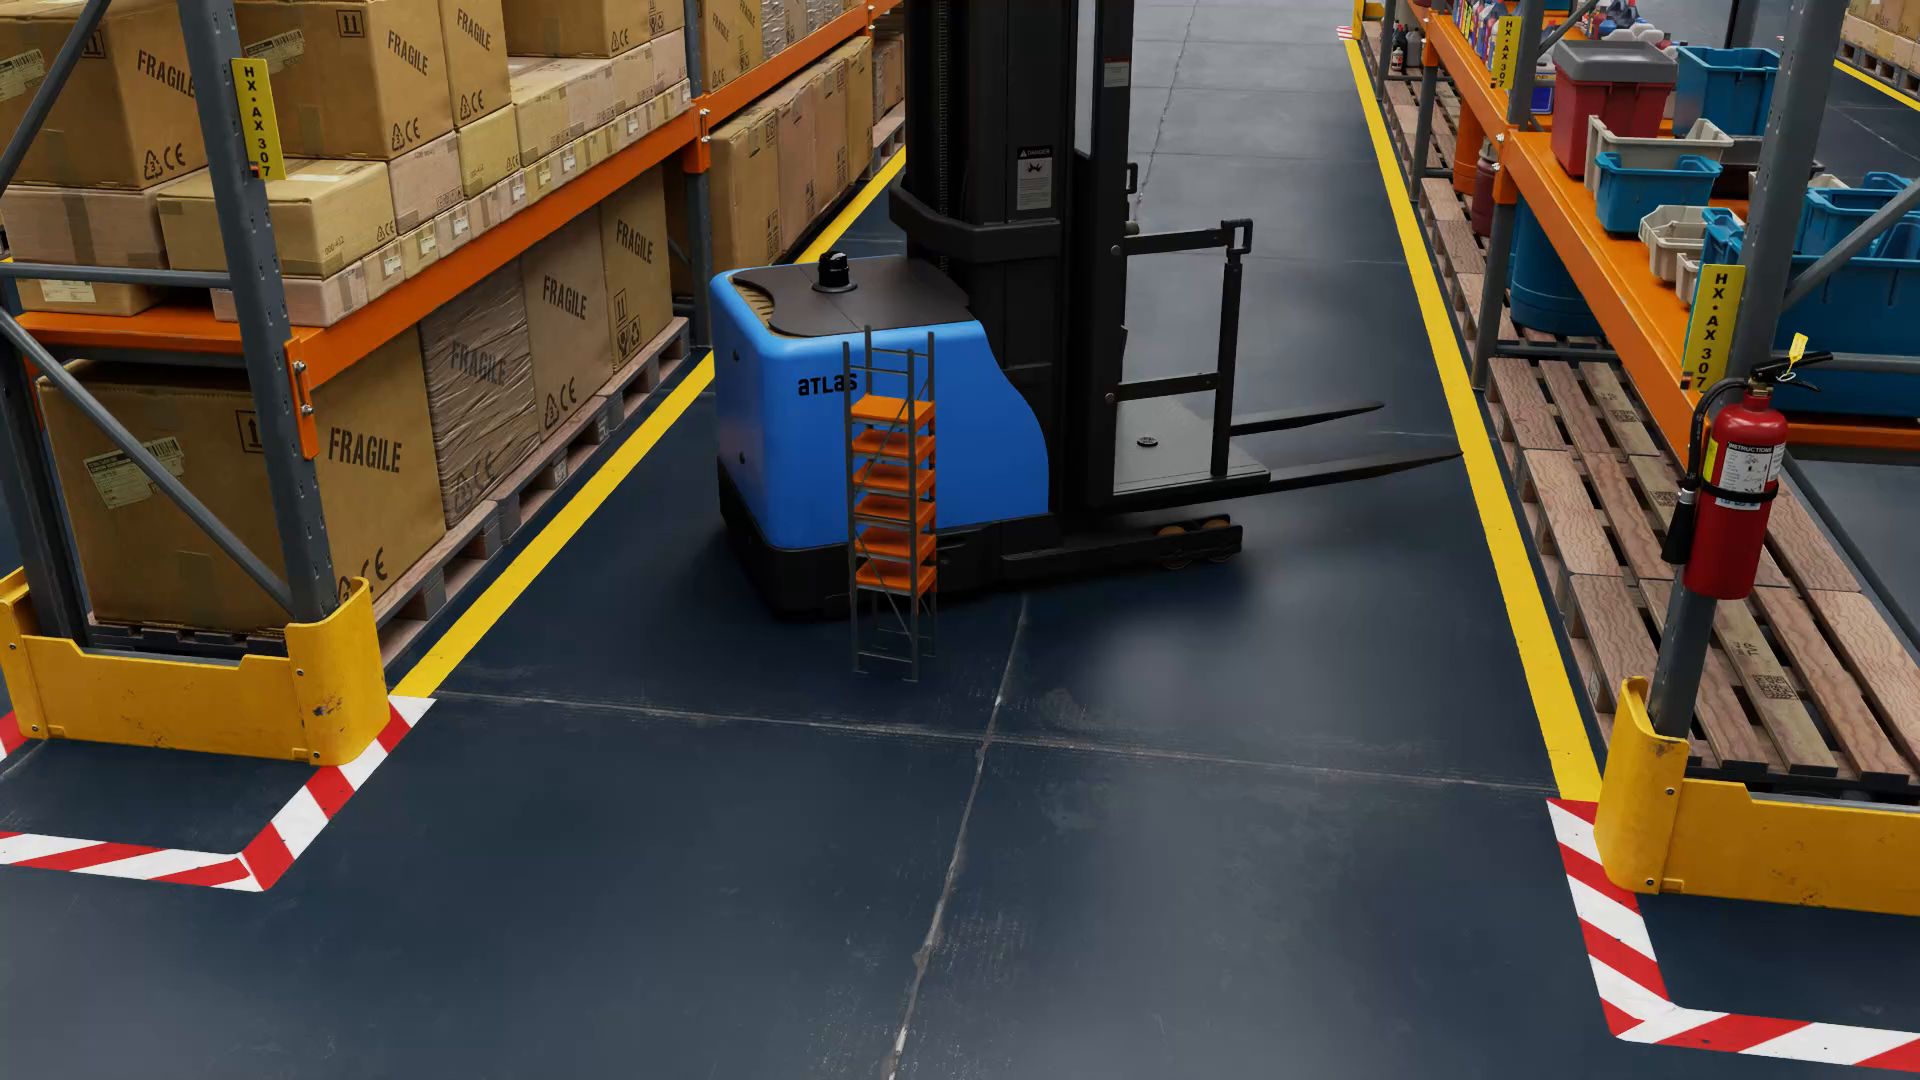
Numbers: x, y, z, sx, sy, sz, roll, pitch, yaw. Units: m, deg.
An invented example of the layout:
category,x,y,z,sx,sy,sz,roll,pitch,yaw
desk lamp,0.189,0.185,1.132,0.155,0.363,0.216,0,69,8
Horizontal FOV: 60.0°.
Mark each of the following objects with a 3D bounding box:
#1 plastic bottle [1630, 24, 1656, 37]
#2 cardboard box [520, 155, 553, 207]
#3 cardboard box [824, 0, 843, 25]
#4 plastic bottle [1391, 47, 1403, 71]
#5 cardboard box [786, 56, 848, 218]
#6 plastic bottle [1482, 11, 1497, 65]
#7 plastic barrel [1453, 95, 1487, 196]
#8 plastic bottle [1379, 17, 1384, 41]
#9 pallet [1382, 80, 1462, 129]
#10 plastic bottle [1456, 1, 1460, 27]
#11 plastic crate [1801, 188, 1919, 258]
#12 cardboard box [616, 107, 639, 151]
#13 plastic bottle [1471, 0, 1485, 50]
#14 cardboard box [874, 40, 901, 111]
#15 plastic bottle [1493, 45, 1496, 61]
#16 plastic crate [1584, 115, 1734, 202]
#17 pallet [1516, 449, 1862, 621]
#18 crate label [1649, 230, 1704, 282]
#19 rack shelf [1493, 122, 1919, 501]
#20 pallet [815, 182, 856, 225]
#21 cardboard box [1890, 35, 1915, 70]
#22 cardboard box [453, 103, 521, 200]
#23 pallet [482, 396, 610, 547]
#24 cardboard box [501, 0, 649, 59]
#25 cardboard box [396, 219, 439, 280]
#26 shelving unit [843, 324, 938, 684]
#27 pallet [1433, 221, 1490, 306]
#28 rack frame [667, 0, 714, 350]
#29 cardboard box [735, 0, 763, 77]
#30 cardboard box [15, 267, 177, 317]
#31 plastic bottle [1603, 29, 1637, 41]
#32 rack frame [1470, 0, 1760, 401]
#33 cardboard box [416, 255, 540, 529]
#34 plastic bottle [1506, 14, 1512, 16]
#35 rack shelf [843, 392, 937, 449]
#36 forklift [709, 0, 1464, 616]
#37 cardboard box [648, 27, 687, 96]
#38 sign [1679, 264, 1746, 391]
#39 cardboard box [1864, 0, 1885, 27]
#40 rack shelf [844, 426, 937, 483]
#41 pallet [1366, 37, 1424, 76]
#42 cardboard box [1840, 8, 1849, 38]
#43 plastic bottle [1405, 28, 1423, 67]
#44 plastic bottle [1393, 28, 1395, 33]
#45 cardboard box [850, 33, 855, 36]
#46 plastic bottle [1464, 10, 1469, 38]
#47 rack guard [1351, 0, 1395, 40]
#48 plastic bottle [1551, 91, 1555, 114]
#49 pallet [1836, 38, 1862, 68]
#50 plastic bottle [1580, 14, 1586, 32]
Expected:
category,x,y,z,sx,sy,sz,roll,pitch,yaw
plastic bottle,3.714,-2.689,9.102,0.152,0.276,0.135,4,25,9
cardboard box,-1.834,-1.419,6.540,0.380,0.149,0.250,3,25,7
cardboard box,-1.083,-3.723,11.048,0.500,0.500,0.500,4,25,8
plastic bottle,4.132,-4.545,15.703,0.097,0.201,0.097,0,25,0
cardboard box,-1.446,-2.678,10.944,1.225,0.875,0.875,4,25,9
plastic bottle,3.013,-2.845,9.427,0.061,0.283,0.133,4,25,9
plastic barrel,3.663,-2.768,11.190,0.600,0.830,0.708,4,25,9
plastic bottle,4.430,-5.339,17.318,0.097,0.271,0.097,0,25,0
pallet,4.290,-3.845,14.716,1.003,0.211,1.213,4,25,9
plastic bottle,3.275,-3.431,10.775,0.097,0.201,0.097,0,25,0
plastic crate,2.999,-1.003,5.481,0.416,0.233,0.300,4,25,9
cardboard box,-1.666,-1.850,7.461,0.380,0.149,0.250,4,25,9
plastic bottle,3.103,-3.075,9.919,0.061,0.283,0.133,4,25,9
cardboard box,-0.906,-3.929,14.035,0.700,0.500,0.500,6,26,13
plastic bottle,2.982,-2.645,9.008,0.152,0.276,0.135,4,25,9
plastic crate,2.642,-1.441,6.360,0.437,0.282,0.530,4,25,9
pallet,2.794,-0.009,6.519,1.003,0.211,1.213,4,25,9
crate label,2.457,-0.920,5.418,0.396,0.136,0.243,4,25,9
rack shelf,2.746,-0.931,6.050,1.077,0.370,4.000,4,25,9
pallet,-1.363,-2.522,11.889,1.003,0.211,1.213,4,25,9
cardboard box,9.285,-4.667,15.931,0.500,0.250,0.500,4,25,9
cardboard box,-1.958,-1.440,6.115,0.500,0.250,0.500,3,25,7
pallet,-2.212,-0.349,7.248,1.003,0.211,1.213,4,25,9
cardboard box,-1.711,-2.423,7.330,0.500,0.500,0.500,4,25,9
cardboard box,-2.002,-0.990,5.623,0.380,0.149,0.250,3,25,7
shelving unit,-0.227,-0.106,5.560,0.258,1.200,0.189,8,26,17
pallet,3.437,-1.662,10.052,1.003,0.211,1.213,4,25,9
rack frame,-1.814,-2.437,8.417,1.000,3.000,0.127,4,25,9
cardboard box,-1.410,-2.867,9.220,0.500,0.500,0.500,4,25,9
cardboard box,-2.734,-0.822,5.264,0.380,0.149,0.250,5,25,10
plastic bottle,3.526,-2.602,8.918,0.152,0.276,0.135,4,25,9
rack frame,3.073,-2.094,7.684,1.000,3.000,0.127,4,25,9
cardboard box,-2.293,-0.645,6.602,0.875,0.875,0.875,4,25,9
plastic bottle,3.094,-2.841,9.434,0.097,0.271,0.097,0,25,0
rack shelf,-0.227,-0.392,5.427,0.258,0.103,0.180,8,26,17
forklift,0.589,-1.415,6.315,3.031,2.935,1.130,-8,26,-17
cardboard box,-1.627,-2.301,7.953,0.500,0.250,0.500,4,25,8
sign,1.874,-0.526,4.143,0.100,0.325,0.005,4,25,9
cardboard box,9.464,-5.424,16.663,0.500,0.500,0.500,4,25,9
rack shelf,-0.227,-0.283,5.478,0.258,0.103,0.180,8,26,17
pallet,4.728,-4.966,17.111,1.003,0.211,1.213,4,25,9
cardboard box,9.613,-5.504,17.718,0.500,0.250,0.500,4,25,9
plastic bottle,4.343,-4.718,15.898,0.144,0.351,0.185,4,25,9
plastic bottle,4.218,-4.849,16.256,0.061,0.283,0.133,6,26,12
cardboard box,-1.080,-3.799,12.872,0.500,0.250,0.500,5,26,11
plastic bottle,3.194,-3.222,10.330,0.097,0.201,0.097,0,25,0
rack guard,5.068,-5.945,18.862,1.175,0.500,0.348,4,25,9
plastic bottle,2.944,-2.190,8.125,0.097,0.201,0.097,0,25,0
pallet,9.836,-5.182,17.572,1.003,0.211,1.213,4,25,9
plastic bottle,4.007,-3.334,10.569,0.097,0.201,0.097,0,25,0
